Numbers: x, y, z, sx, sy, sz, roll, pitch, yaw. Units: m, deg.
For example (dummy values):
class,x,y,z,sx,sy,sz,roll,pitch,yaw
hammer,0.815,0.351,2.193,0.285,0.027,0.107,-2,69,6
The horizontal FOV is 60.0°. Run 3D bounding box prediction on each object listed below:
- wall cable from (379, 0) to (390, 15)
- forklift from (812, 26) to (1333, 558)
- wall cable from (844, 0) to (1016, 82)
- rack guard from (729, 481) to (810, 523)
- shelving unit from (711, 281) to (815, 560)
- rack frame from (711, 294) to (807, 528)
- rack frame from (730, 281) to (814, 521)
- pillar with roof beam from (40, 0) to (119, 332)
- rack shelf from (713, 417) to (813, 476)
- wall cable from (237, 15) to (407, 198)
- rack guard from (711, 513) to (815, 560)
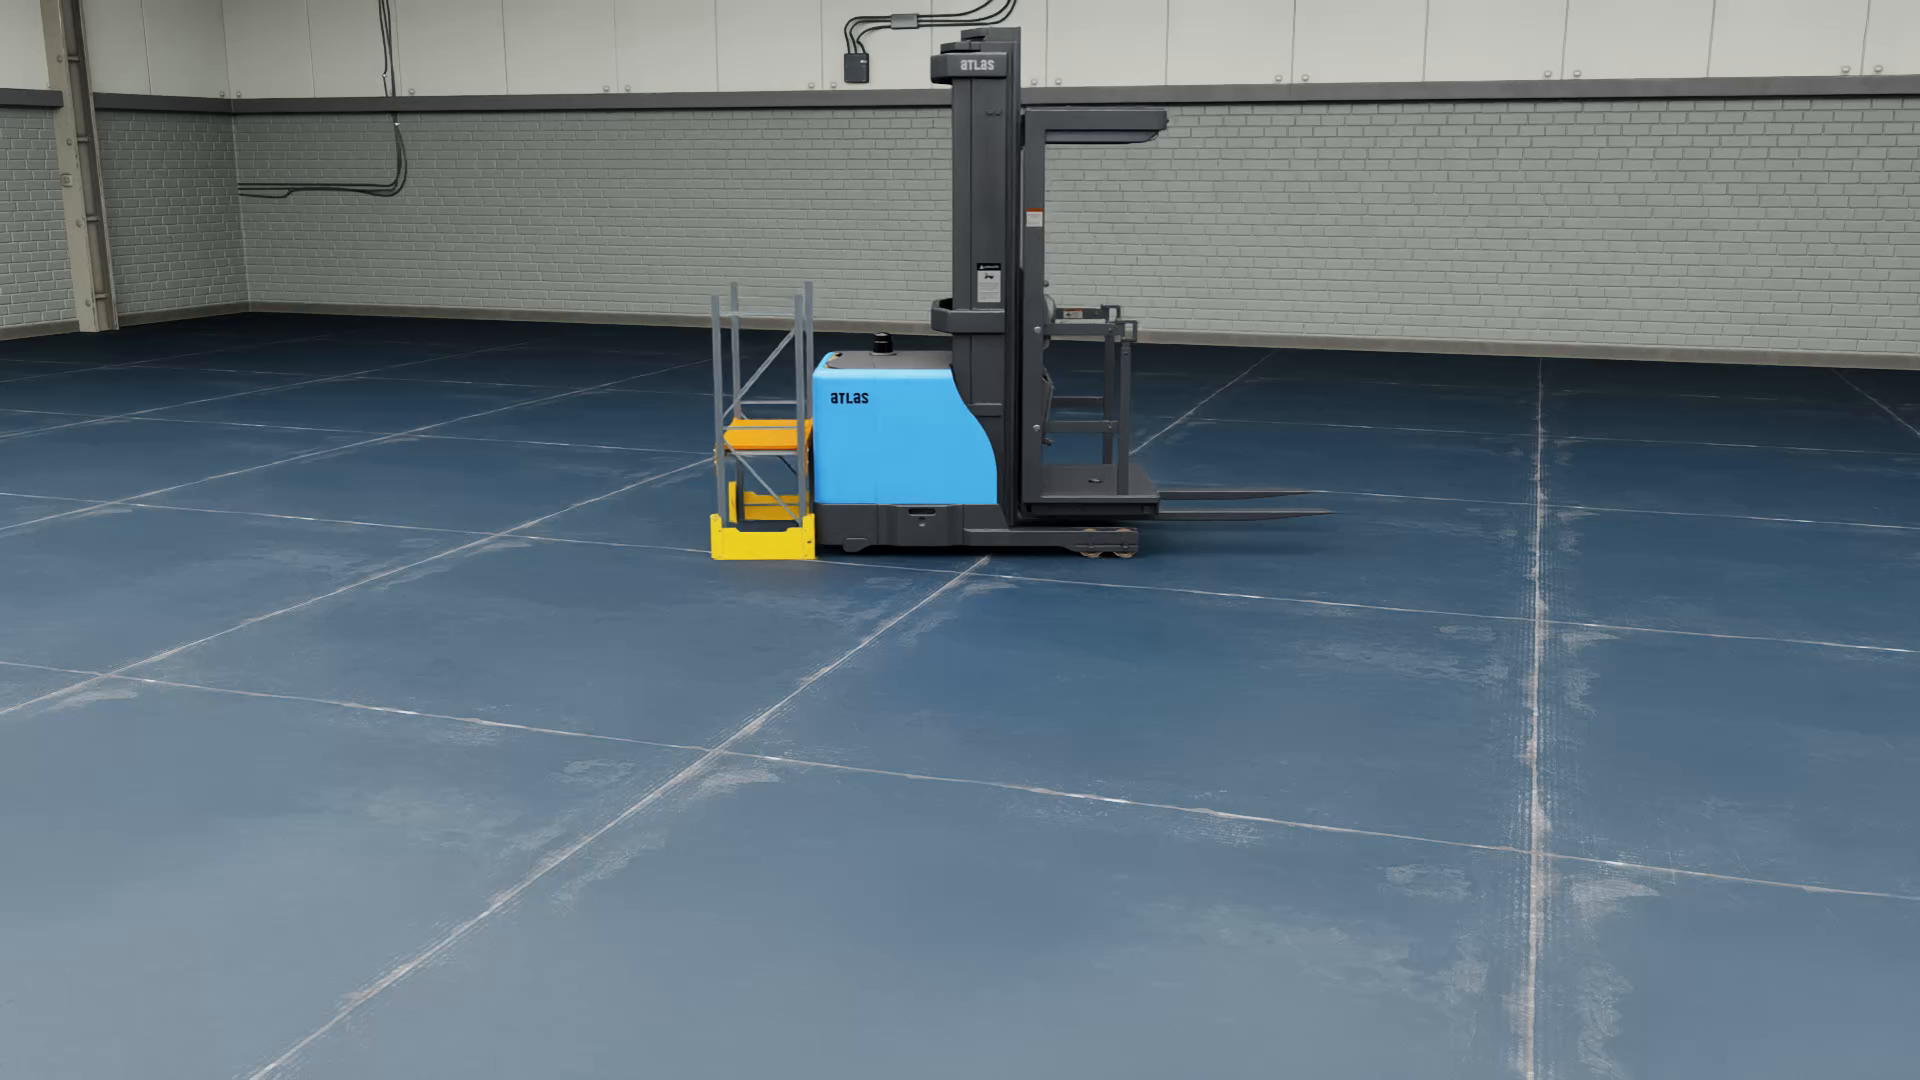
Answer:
class,x,y,z,sx,sy,sz,roll,pitch,yaw
wall cable,-6.794,-8.481,22.551,3.097,2.526,0.112,4,14,18
forklift,0.663,-1.446,9.736,3.031,2.935,1.130,0,13,0
wall cable,-0.377,-8.699,20.234,2.305,6.003,0.169,4,14,18
rack guard,-1.157,-0.241,10.481,0.587,0.250,0.087,0,13,-2
shelving unit,-1.141,-0.739,9.857,0.587,1.500,1.083,0,13,-2
rack frame,-1.125,-0.628,9.370,0.500,1.500,0.032,0,13,-2
rack frame,-1.158,-0.854,10.361,0.500,1.500,0.032,0,13,-2
pillar with roof beam,-7.485,-6.892,19.963,9.100,9.000,0.400,4,14,18
rack shelf,-1.142,-0.566,9.905,0.538,0.185,1.000,0,13,-2
wall cable,-9.354,-6.214,23.967,3.097,2.526,0.112,4,14,18
rack guard,-1.125,-0.019,9.510,0.587,0.250,0.087,0,13,-2
